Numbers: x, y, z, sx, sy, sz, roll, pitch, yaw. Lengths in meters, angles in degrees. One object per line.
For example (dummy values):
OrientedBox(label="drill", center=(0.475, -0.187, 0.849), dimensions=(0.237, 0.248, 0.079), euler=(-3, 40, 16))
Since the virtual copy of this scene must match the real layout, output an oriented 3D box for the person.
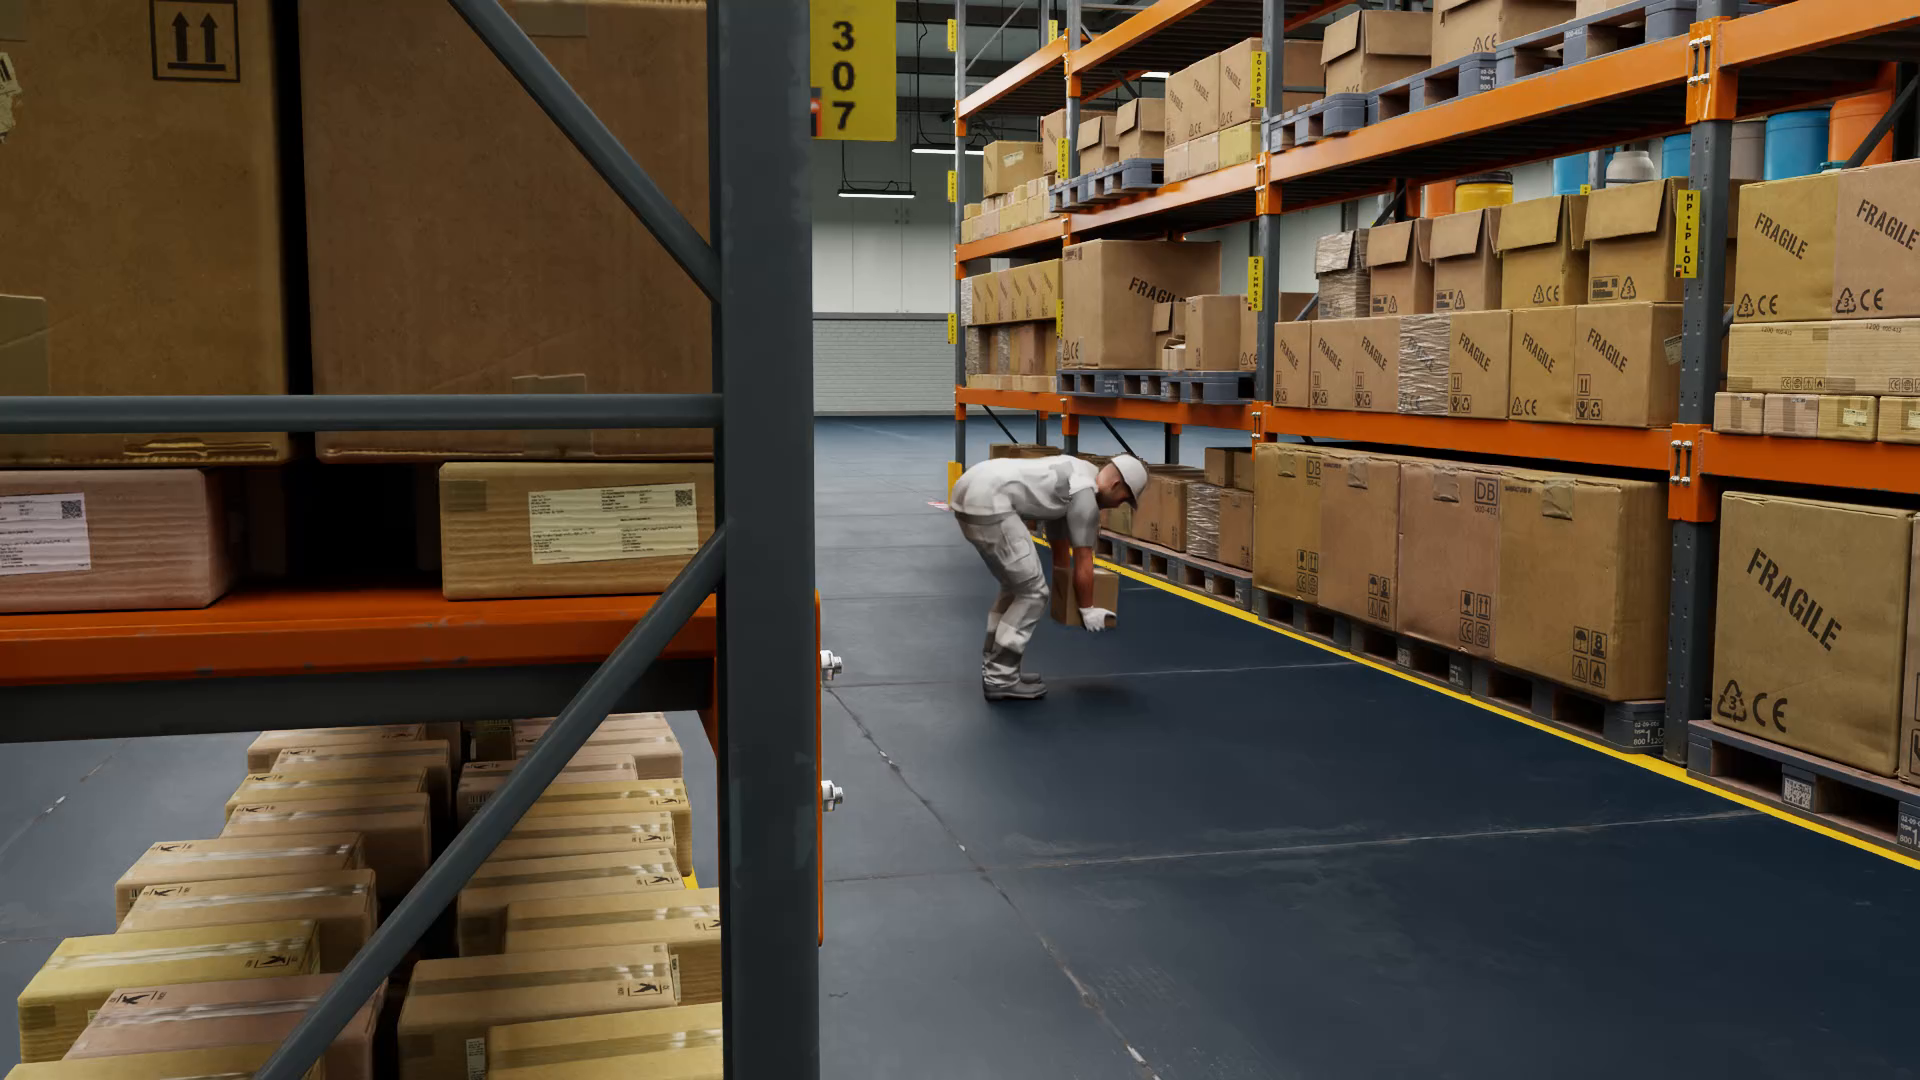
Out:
OrientedBox(label="person", center=(0.433, 0.158, 7.893), dimensions=(0.962, 1.130, 0.490), euler=(-2, 6, -16))
